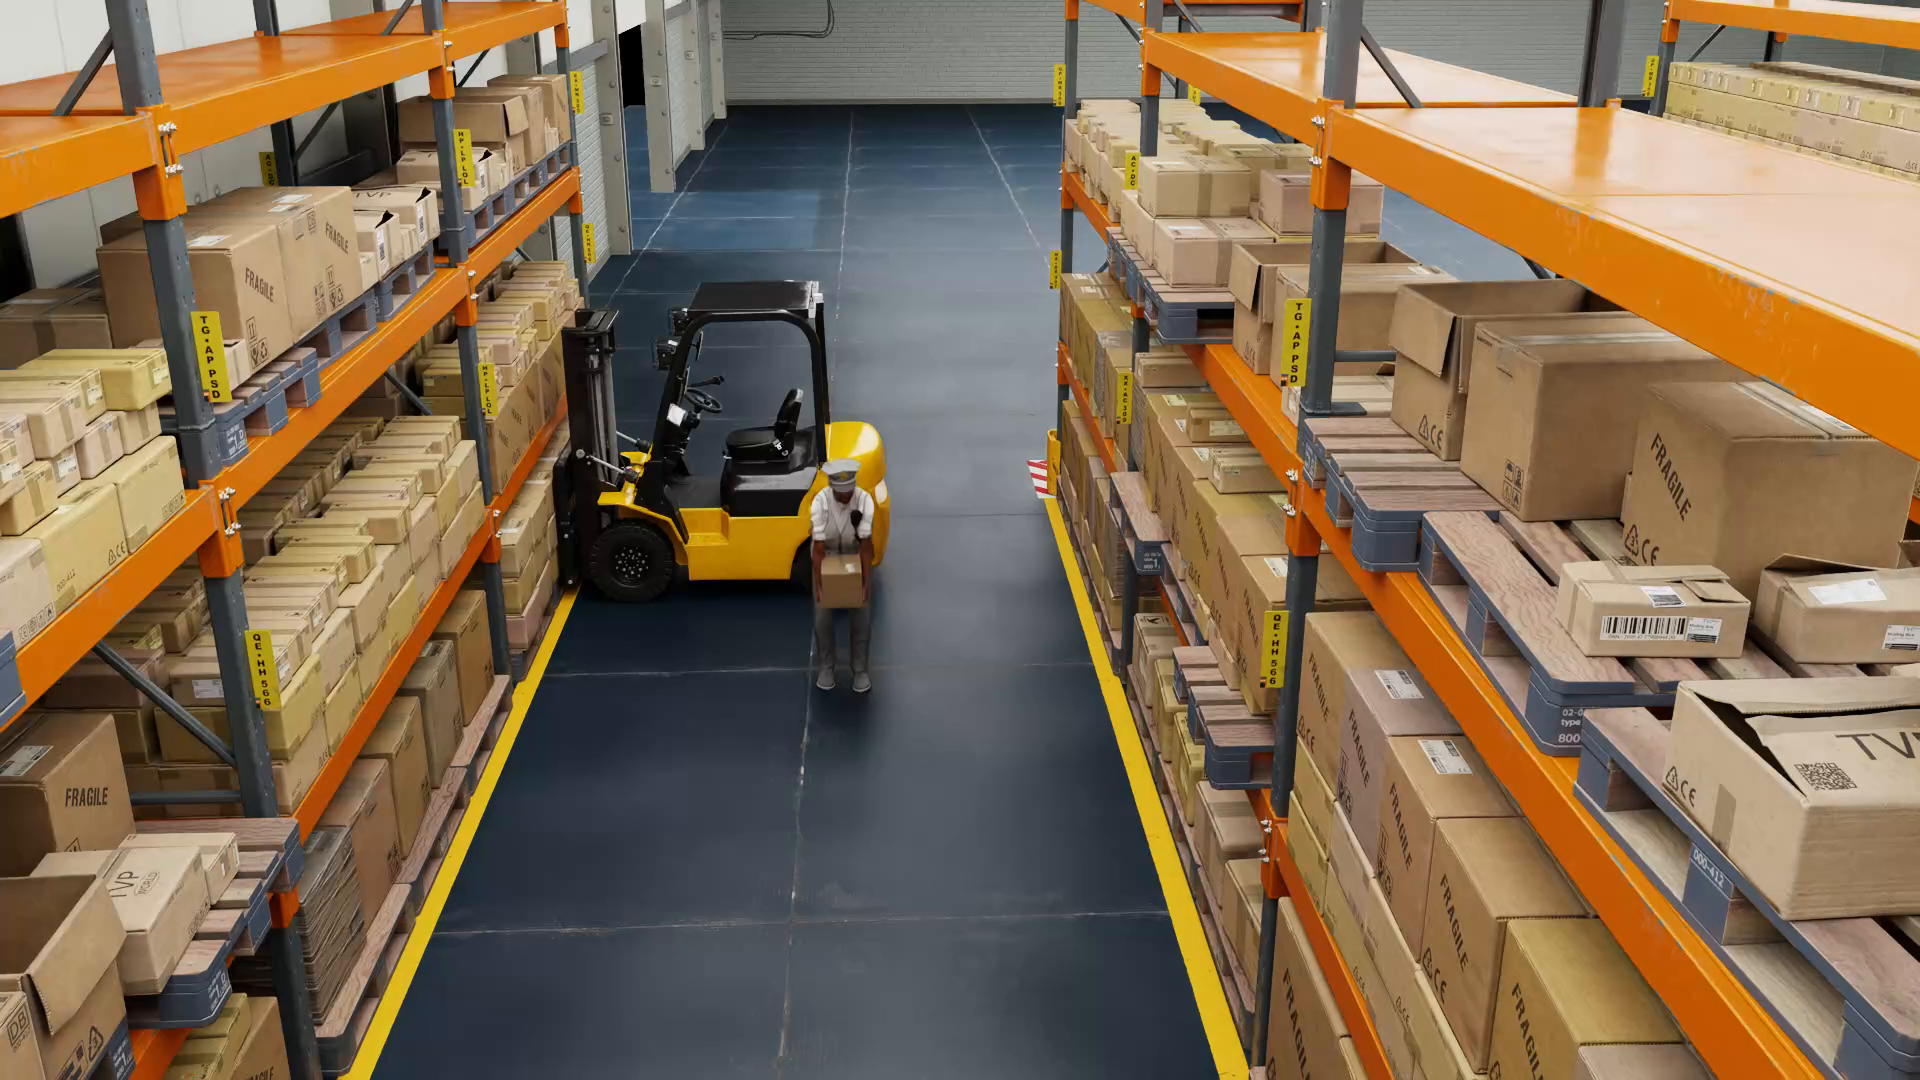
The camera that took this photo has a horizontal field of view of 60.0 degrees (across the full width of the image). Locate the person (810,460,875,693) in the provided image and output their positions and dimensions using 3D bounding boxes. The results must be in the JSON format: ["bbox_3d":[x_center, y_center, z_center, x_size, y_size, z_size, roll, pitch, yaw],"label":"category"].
[{"bbox_3d":[-0.746,0.213,10.620,0.412,1.595,0.575,-1,21,-4],"label":"person"}]
